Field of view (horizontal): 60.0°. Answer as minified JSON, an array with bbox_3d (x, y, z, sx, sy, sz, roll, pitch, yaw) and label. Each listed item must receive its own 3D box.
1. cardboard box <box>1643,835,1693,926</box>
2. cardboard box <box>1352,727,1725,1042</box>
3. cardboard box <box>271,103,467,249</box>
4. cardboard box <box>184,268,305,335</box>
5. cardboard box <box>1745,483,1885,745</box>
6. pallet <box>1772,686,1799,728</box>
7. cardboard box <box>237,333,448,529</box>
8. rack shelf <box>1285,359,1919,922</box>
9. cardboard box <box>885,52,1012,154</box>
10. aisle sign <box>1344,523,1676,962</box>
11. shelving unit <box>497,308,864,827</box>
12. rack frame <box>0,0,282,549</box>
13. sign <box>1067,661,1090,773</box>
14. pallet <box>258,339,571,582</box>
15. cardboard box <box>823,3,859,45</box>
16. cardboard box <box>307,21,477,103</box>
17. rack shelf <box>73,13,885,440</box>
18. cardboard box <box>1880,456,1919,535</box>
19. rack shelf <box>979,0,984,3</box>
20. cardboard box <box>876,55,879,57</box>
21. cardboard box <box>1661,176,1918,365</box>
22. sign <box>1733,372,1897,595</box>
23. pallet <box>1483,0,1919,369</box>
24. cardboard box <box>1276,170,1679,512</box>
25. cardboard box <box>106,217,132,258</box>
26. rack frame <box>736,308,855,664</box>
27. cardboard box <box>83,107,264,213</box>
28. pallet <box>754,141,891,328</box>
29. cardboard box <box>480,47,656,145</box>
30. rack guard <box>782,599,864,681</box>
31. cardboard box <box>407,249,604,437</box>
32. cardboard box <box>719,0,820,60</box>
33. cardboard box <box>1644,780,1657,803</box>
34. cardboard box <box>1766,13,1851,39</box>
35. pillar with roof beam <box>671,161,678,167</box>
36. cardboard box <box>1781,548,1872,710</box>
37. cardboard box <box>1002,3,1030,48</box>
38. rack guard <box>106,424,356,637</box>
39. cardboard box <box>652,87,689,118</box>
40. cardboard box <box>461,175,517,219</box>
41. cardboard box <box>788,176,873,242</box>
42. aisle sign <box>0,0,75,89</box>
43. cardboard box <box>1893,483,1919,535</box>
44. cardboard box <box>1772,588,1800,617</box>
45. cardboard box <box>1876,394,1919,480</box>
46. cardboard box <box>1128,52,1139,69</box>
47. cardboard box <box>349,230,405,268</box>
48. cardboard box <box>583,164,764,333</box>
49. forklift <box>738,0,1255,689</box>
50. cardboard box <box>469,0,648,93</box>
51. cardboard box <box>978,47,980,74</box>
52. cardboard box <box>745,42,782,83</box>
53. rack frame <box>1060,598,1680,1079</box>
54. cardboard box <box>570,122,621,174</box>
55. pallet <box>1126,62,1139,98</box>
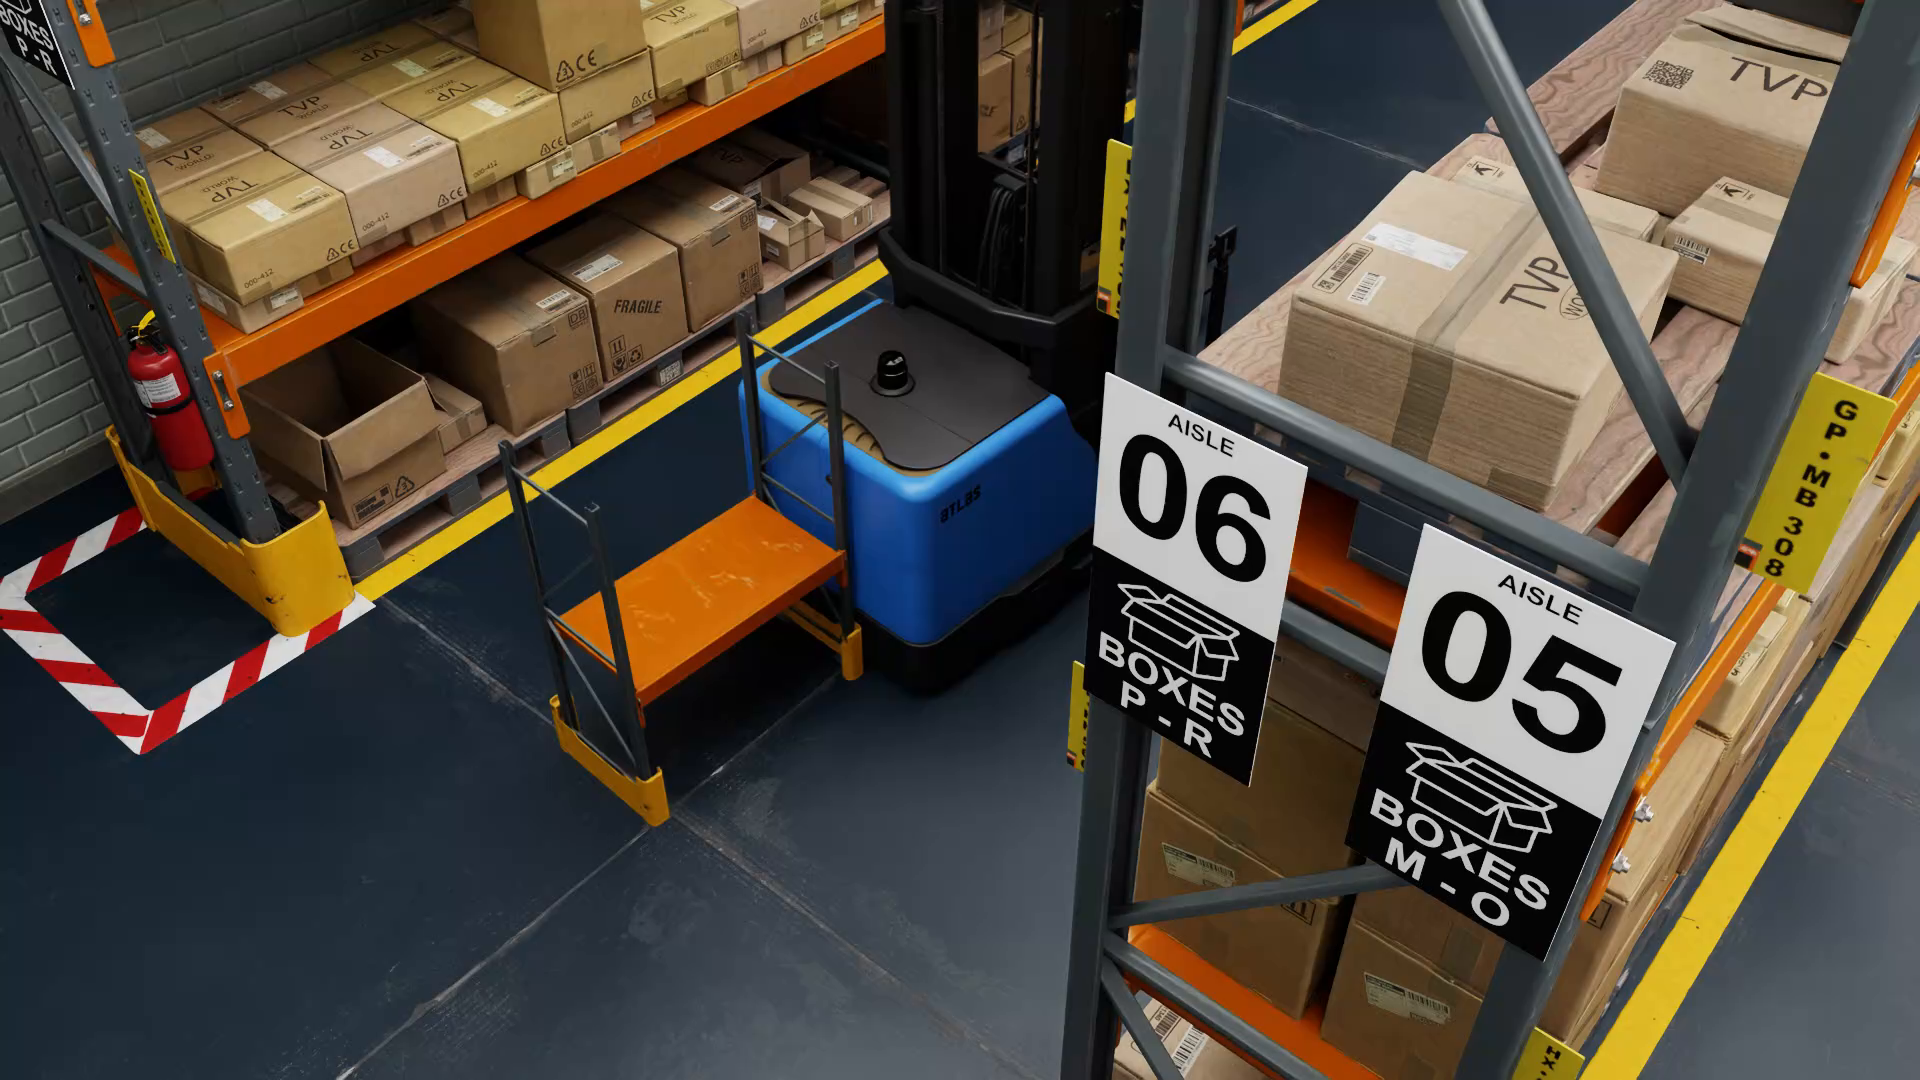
[{"bbox_3d":[1.515,0.719,4.155,0.500,0.500,0.500,29,50,28],"label":"cardboard box"},{"bbox_3d":[1.209,0.621,3.520,0.500,0.500,0.500,28,49,28],"label":"cardboard box"},{"bbox_3d":[-2.297,-1.427,6.480,0.500,0.250,0.500,30,50,29],"label":"cardboard box"},{"bbox_3d":[-2.698,-0.953,6.255,0.380,0.149,0.250,29,50,28],"label":"cardboard box"},{"bbox_3d":[1.861,0.083,4.111,0.500,0.500,0.500,29,50,28],"label":"cardboard box"},{"bbox_3d":[2.707,0.481,6.564,1.003,0.211,1.213,29,50,28],"label":"pallet"},{"bbox_3d":[-2.653,-0.501,7.115,0.797,0.503,0.637,28,49,27],"label":"cardboard box"},{"bbox_3d":[1.969,-0.722,4.120,1.077,0.370,4.000,29,50,28],"label":"rack shelf"},{"bbox_3d":[-0.062,-2.438,9.247,0.500,0.500,0.500,32,51,30],"label":"cardboard box"},{"bbox_3d":[0.858,0.352,2.701,0.394,0.787,0.004,29,50,28],"label":"aisle sign"},{"bbox_3d":[-0.960,0.103,6.022,0.587,1.500,1.083,32,51,30],"label":"shelving unit"},{"bbox_3d":[-3.120,-0.996,6.115,1.000,3.000,0.127,29,50,28],"label":"rack frame"},{"bbox_3d":[0.276,0.393,3.551,0.100,0.325,0.005,29,50,28],"label":"sign"},{"bbox_3d":[-2.558,-0.414,7.549,1.003,0.211,1.213,29,50,28],"label":"pallet"},{"bbox_3d":[-0.708,-2.545,8.007,0.380,0.149,0.250,31,51,29],"label":"cardboard box"},{"bbox_3d":[-2.372,-1.920,7.022,0.500,0.250,0.500,31,51,30],"label":"cardboard box"},{"bbox_3d":[-1.833,-1.759,7.490,1.077,0.370,4.000,29,50,28],"label":"rack shelf"},{"bbox_3d":[2.511,-0.429,4.674,0.500,0.500,0.500,30,50,29],"label":"cardboard box"},{"bbox_3d":[0.742,-3.819,9.755,1.077,0.370,4.000,29,50,28],"label":"rack shelf"},{"bbox_3d":[-0.529,-2.840,9.208,0.380,0.149,0.250,28,49,27],"label":"cardboard box"},{"bbox_3d":[1.558,-0.519,3.161,0.380,0.149,0.250,31,51,30],"label":"cardboard box"},{"bbox_3d":[1.103,-0.068,2.157,0.100,0.325,0.005,29,50,28],"label":"sign"},{"bbox_3d":[1.936,-0.943,3.894,1.003,0.211,1.213,29,50,28],"label":"pallet"},{"bbox_3d":[0.903,-0.366,2.918,0.500,0.250,0.500,25,48,25],"label":"cardboard box"},{"bbox_3d":[-3.112,-1.190,6.515,0.380,0.149,0.250,29,50,28],"label":"cardboard box"},{"bbox_3d":[-0.606,-0.150,6.301,0.500,1.500,0.032,32,51,30],"label":"rack frame"},{"bbox_3d":[-3.027,-1.402,6.453,0.500,0.250,0.500,31,51,30],"label":"cardboard box"},{"bbox_3d":[-0.988,-1.670,8.930,1.003,0.211,1.213,29,50,28],"label":"pallet"},{"bbox_3d":[-1.661,-1.962,7.068,0.500,0.250,0.500,28,49,27],"label":"cardboard box"},{"bbox_3d":[-0.619,0.321,6.711,0.587,0.250,0.087,32,51,30],"label":"rack guard"},{"bbox_3d":[-2.074,-0.923,7.582,0.700,0.500,0.500,32,51,30],"label":"cardboard box"},{"bbox_3d":[-0.998,-2.478,7.636,0.500,0.250,0.500,30,50,29],"label":"cardboard box"},{"bbox_3d":[1.122,0.442,3.235,0.380,0.149,0.250,31,50,29],"label":"cardboard box"},{"bbox_3d":[2.094,-1.161,3.607,0.500,0.500,0.500,30,50,29],"label":"cardboard box"},{"bbox_3d":[1.612,-3.443,4.347,9.100,9.000,0.400,29,50,28],"label":"pillar with roof beam"},{"bbox_3d":[2.166,0.200,4.726,0.500,0.500,0.500,31,51,30],"label":"cardboard box"},{"bbox_3d":[0.165,-2.909,9.283,0.380,0.149,0.250,27,49,26],"label":"cardboard box"},{"bbox_3d":[-3.071,-0.110,6.999,1.175,0.500,0.348,29,50,28],"label":"rack guard"},{"bbox_3d":[-1.441,-2.050,7.461,0.380,0.149,0.250,30,50,29],"label":"cardboard box"},{"bbox_3d":[-2.051,-1.497,6.854,0.380,0.149,0.250,30,50,29],"label":"cardboard box"},{"bbox_3d":[-0.679,-1.742,8.743,0.380,0.149,0.250,28,49,27],"label":"cardboard box"},{"bbox_3d":[-2.939,-1.795,5.062,0.394,0.787,0.004,29,50,28],"label":"aisle sign"},{"bbox_3d":[2.826,-0.328,5.307,0.500,0.500,0.500,28,49,28],"label":"cardboard box"},{"bbox_3d":[1.647,0.048,3.668,0.380,0.149,0.250,28,49,27],"label":"cardboard box"},{"bbox_3d":[2.153,-0.339,4.093,0.380,0.149,0.250,28,49,28],"label":"cardboard box"},{"bbox_3d":[0.936,-3.235,10.125,0.500,0.500,0.500,28,49,27],"label":"cardboard box"},{"bbox_3d":[-2.427,-1.255,6.587,0.380,0.149,0.250,29,50,28],"label":"cardboard box"},{"bbox_3d":[-1.405,-1.458,8.170,0.700,0.500,0.500,28,49,27],"label":"cardboard box"},{"bbox_3d":[0.512,-1.400,6.611,1.130,2.935,3.031,32,51,30],"label":"forklift"},{"bbox_3d":[-1.656,-2.217,6.792,0.500,0.500,0.500,31,51,29],"label":"cardboard box"},{"bbox_3d":[-0.111,-2.595,8.938,0.380,0.149,0.250,32,51,30],"label":"cardboard box"},{"bbox_3d":[-1.047,-2.278,7.712,0.380,0.149,0.250,31,51,29],"label":"cardboard box"},{"bbox_3d":[0.682,1.151,3.754,1.000,3.000,0.127,29,50,28],"label":"rack frame"},{"bbox_3d":[-1.677,-1.740,7.120,0.380,0.149,0.250,31,50,29],"label":"cardboard box"},{"bbox_3d":[0.734,-3.090,10.491,1.003,0.211,1.213,29,50,28],"label":"pallet"}]
